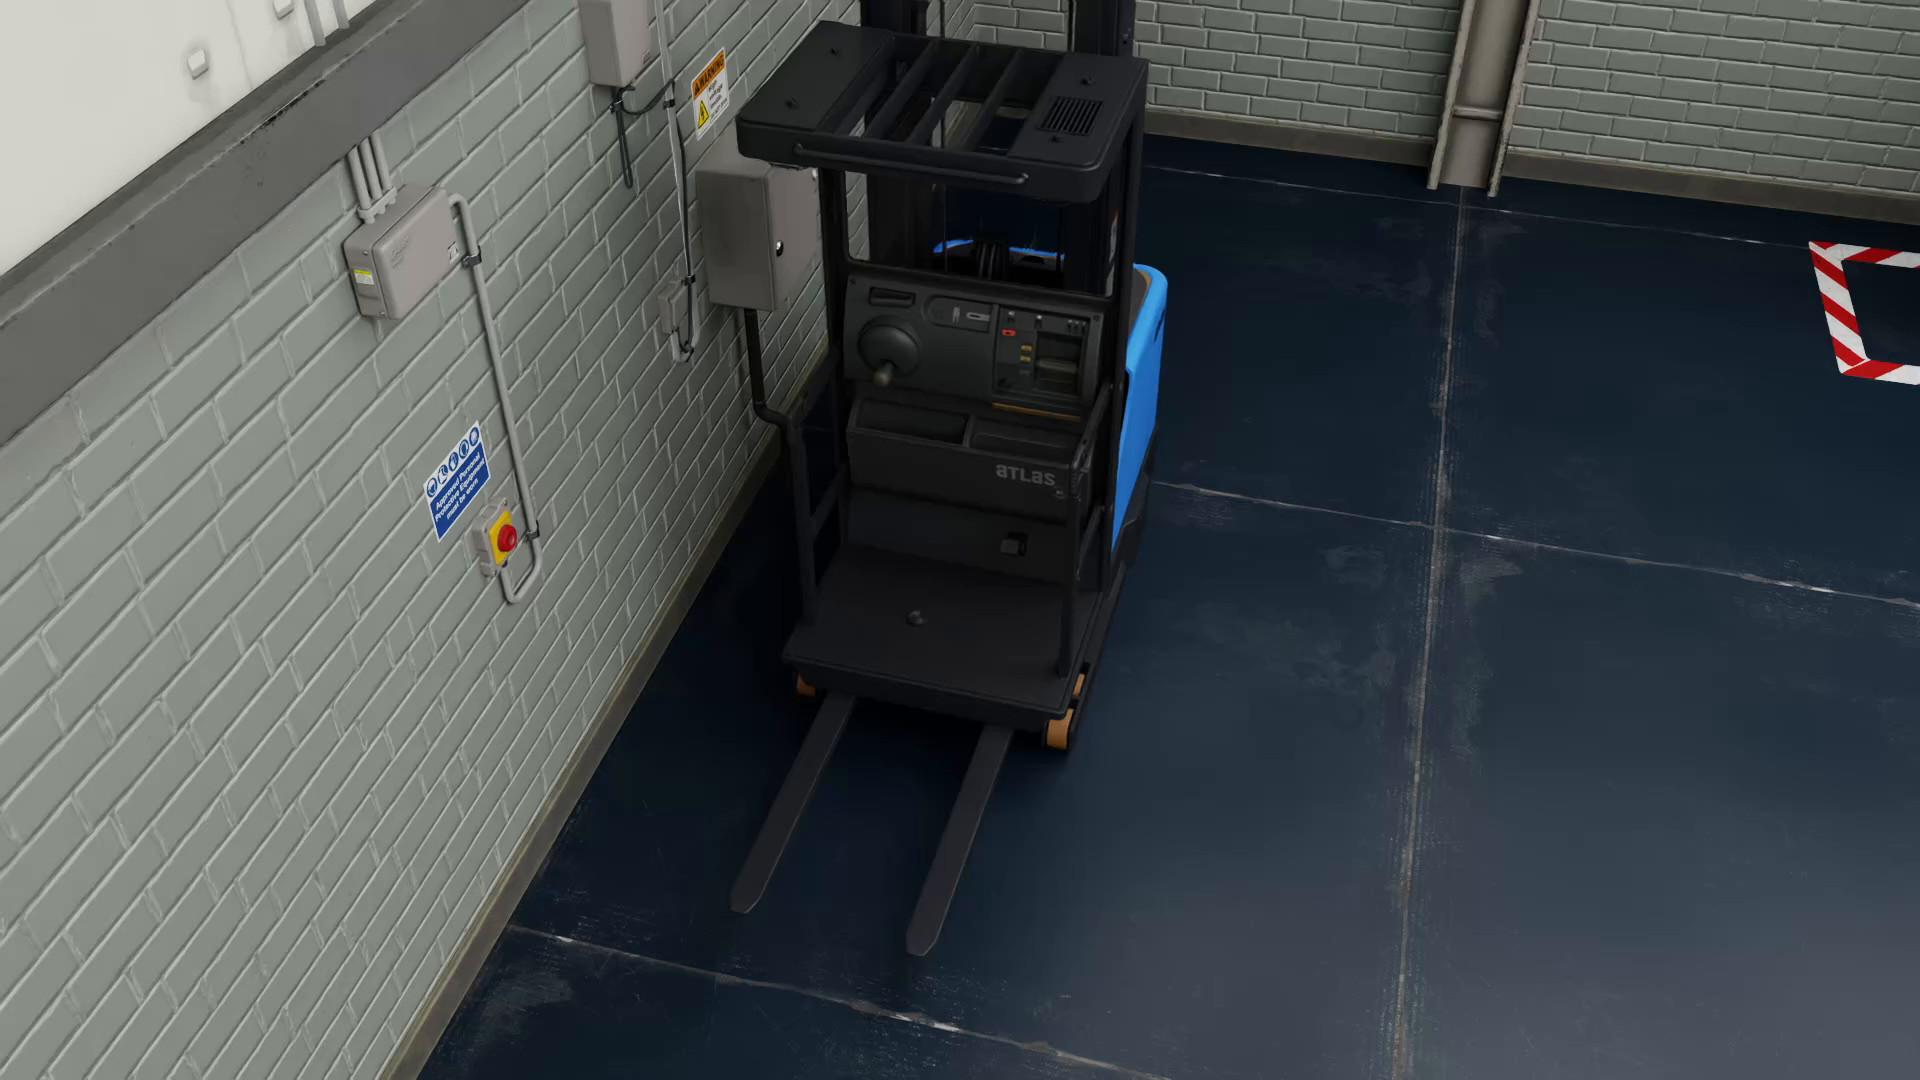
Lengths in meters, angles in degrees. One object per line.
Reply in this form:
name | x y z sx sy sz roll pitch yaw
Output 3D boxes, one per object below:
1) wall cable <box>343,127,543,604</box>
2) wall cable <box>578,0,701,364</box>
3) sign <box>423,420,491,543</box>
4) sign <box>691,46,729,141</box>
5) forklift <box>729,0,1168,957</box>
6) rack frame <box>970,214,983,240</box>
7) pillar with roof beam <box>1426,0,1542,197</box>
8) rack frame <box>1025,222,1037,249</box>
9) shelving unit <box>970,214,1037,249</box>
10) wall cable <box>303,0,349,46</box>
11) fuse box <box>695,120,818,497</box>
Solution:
wall cable | -1.412 -0.492 4.689 0.123 1.953 0.585 10 41 11
wall cable | -1.056 -1.363 5.751 0.122 1.984 0.588 10 41 11
sign | -1.483 -0.175 4.916 0.001 0.218 0.327 10 41 11
sign | -0.942 -1.688 6.286 0.001 0.242 0.339 10 41 11
forklift | -0.018 -0.614 5.702 1.130 2.935 3.031 10 41 12
rack frame | 0.072 -0.970 7.589 0.008 1.050 0.200 10 41 12
pillar with roof beam | 1.836 -2.884 3.686 0.400 9.000 9.100 10 41 11
rack frame | 0.307 -0.929 7.540 0.008 1.050 0.200 10 41 12
shelving unit | 0.189 -0.950 7.564 0.252 1.050 0.215 10 41 12
wall cable | -1.526 -2.236 2.915 0.029 3.000 0.463 10 41 11
fuse box | -0.728 -0.879 6.966 0.414 1.711 0.539 10 41 11
